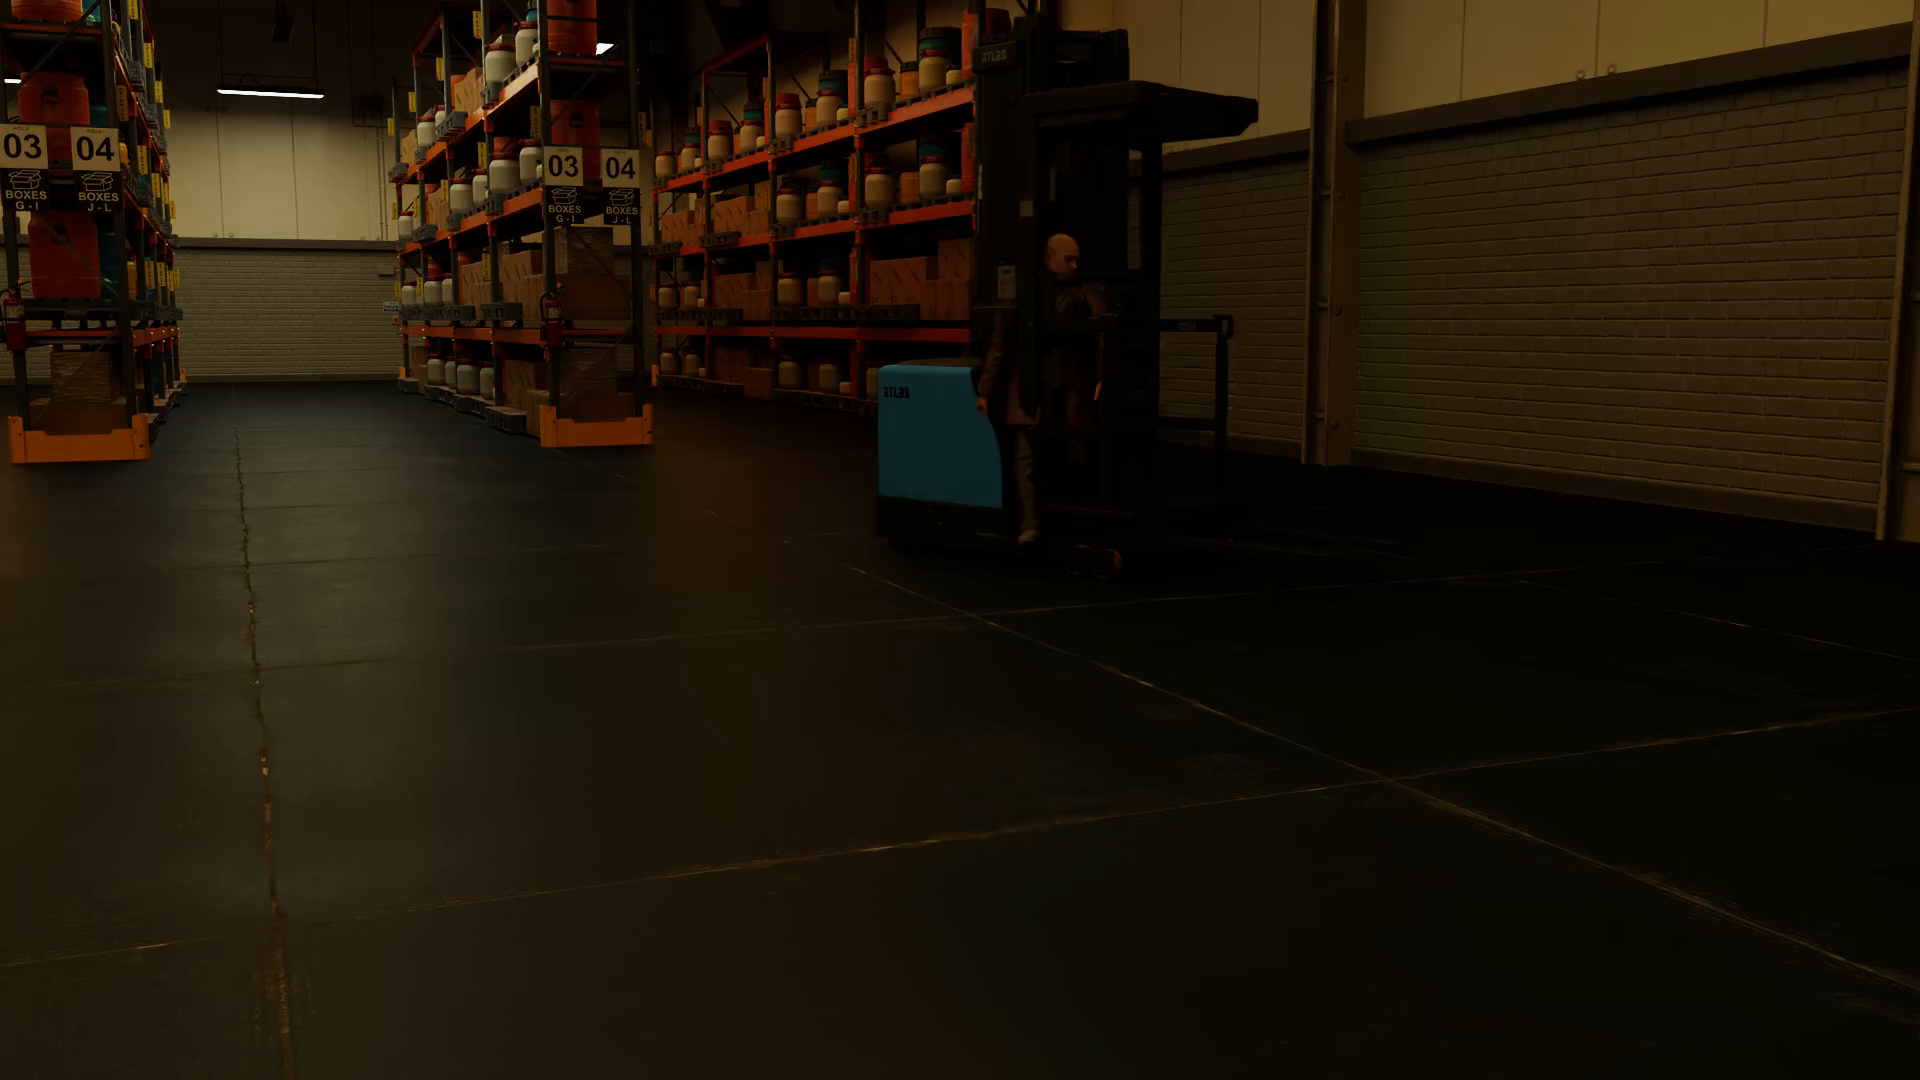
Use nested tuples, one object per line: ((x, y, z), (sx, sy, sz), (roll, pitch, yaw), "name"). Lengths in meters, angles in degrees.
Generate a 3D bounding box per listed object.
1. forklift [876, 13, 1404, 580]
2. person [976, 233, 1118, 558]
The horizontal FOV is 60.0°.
((0.911, -1.322, 8.970), (3.031, 2.935, 1.130), (7, 10, 44), "forklift")
((0.461, -0.777, 8.921), (0.750, 1.721, 0.969), (0, 8, 1), "person")
